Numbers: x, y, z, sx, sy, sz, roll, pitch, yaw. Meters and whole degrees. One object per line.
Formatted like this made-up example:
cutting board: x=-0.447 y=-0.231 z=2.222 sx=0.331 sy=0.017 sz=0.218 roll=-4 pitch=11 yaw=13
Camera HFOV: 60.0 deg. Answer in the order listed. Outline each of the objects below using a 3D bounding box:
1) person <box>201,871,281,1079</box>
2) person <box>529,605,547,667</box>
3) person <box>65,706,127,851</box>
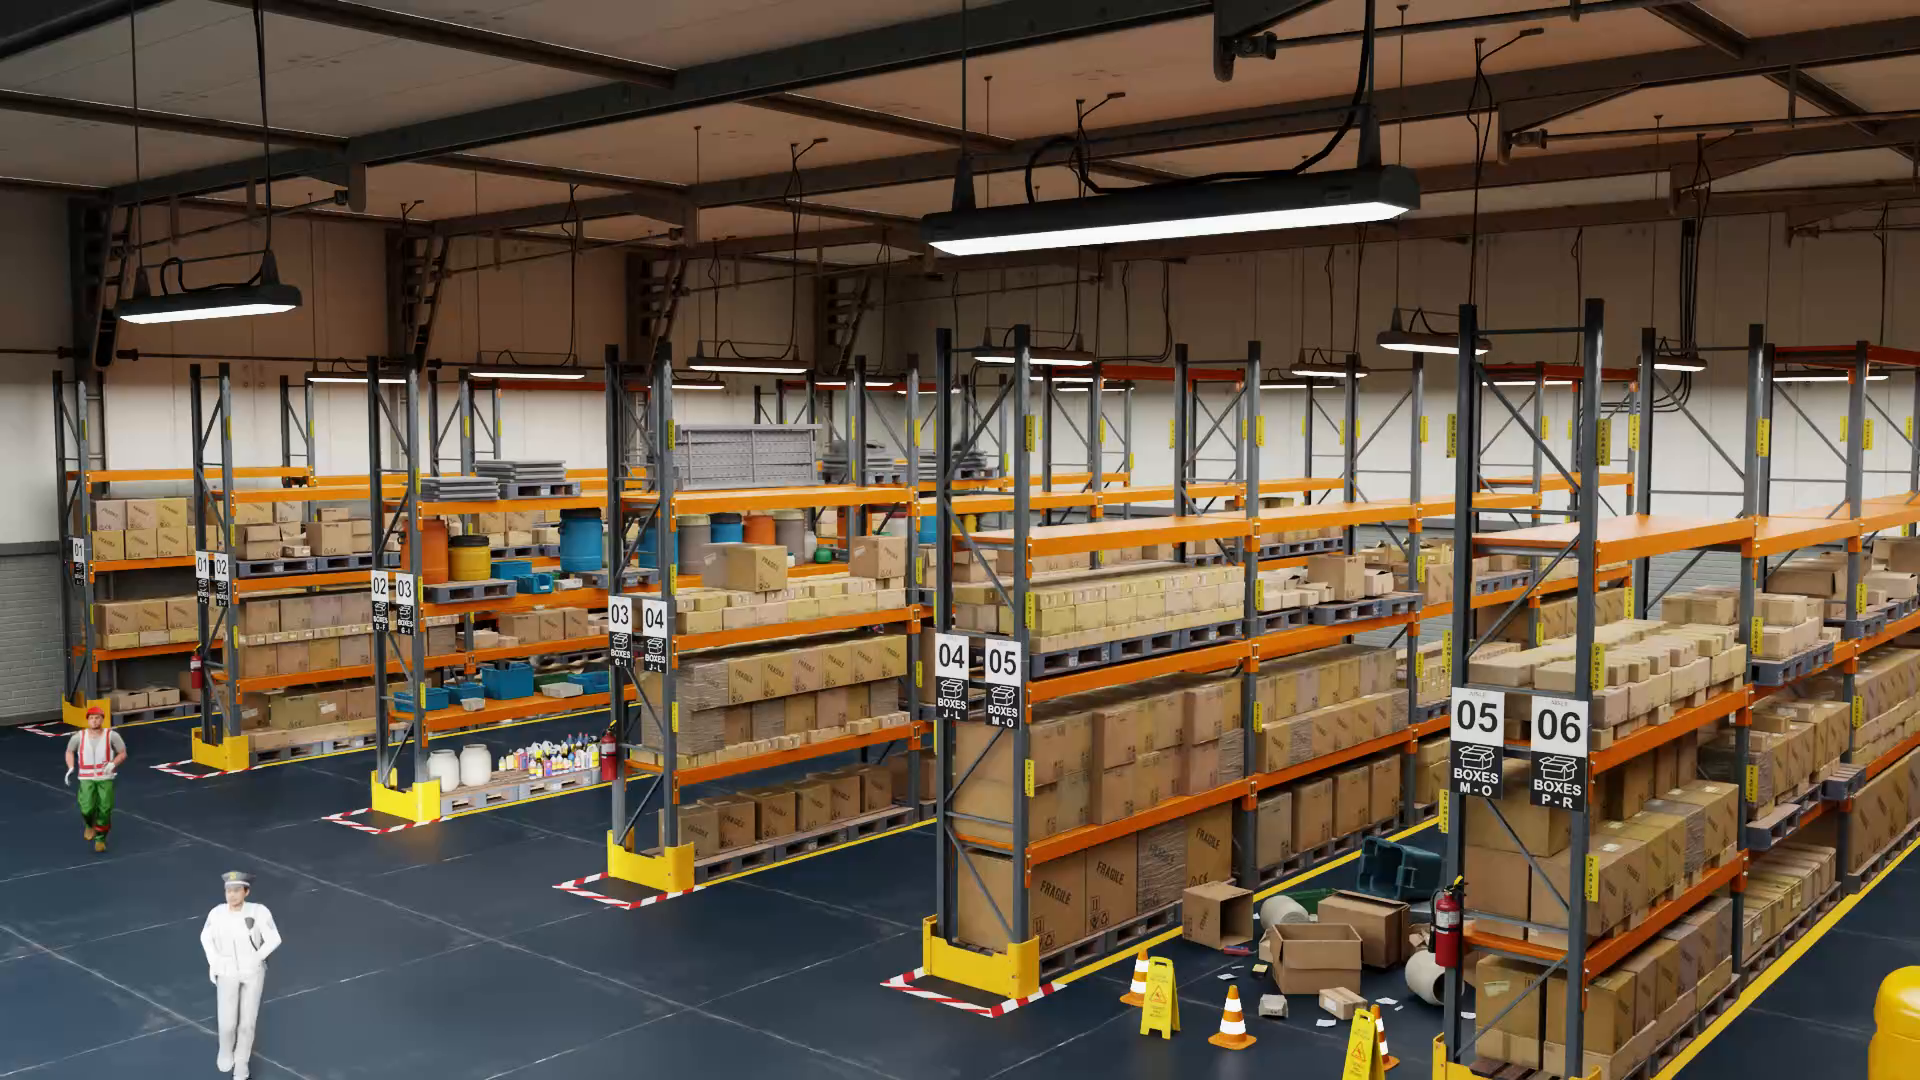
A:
person: x=-5.608 y=3.397 z=12.951 sx=0.598 sy=1.666 sz=0.542 roll=-1 pitch=4 yaw=-17
person: x=-7.919 y=2.038 z=31.053 sx=0.679 sy=1.744 sz=0.607 roll=4 pitch=6 yaw=41
person: x=-10.328 y=2.861 z=19.889 sx=0.666 sy=1.737 sz=0.572 roll=-2 pitch=5 yaw=-24
